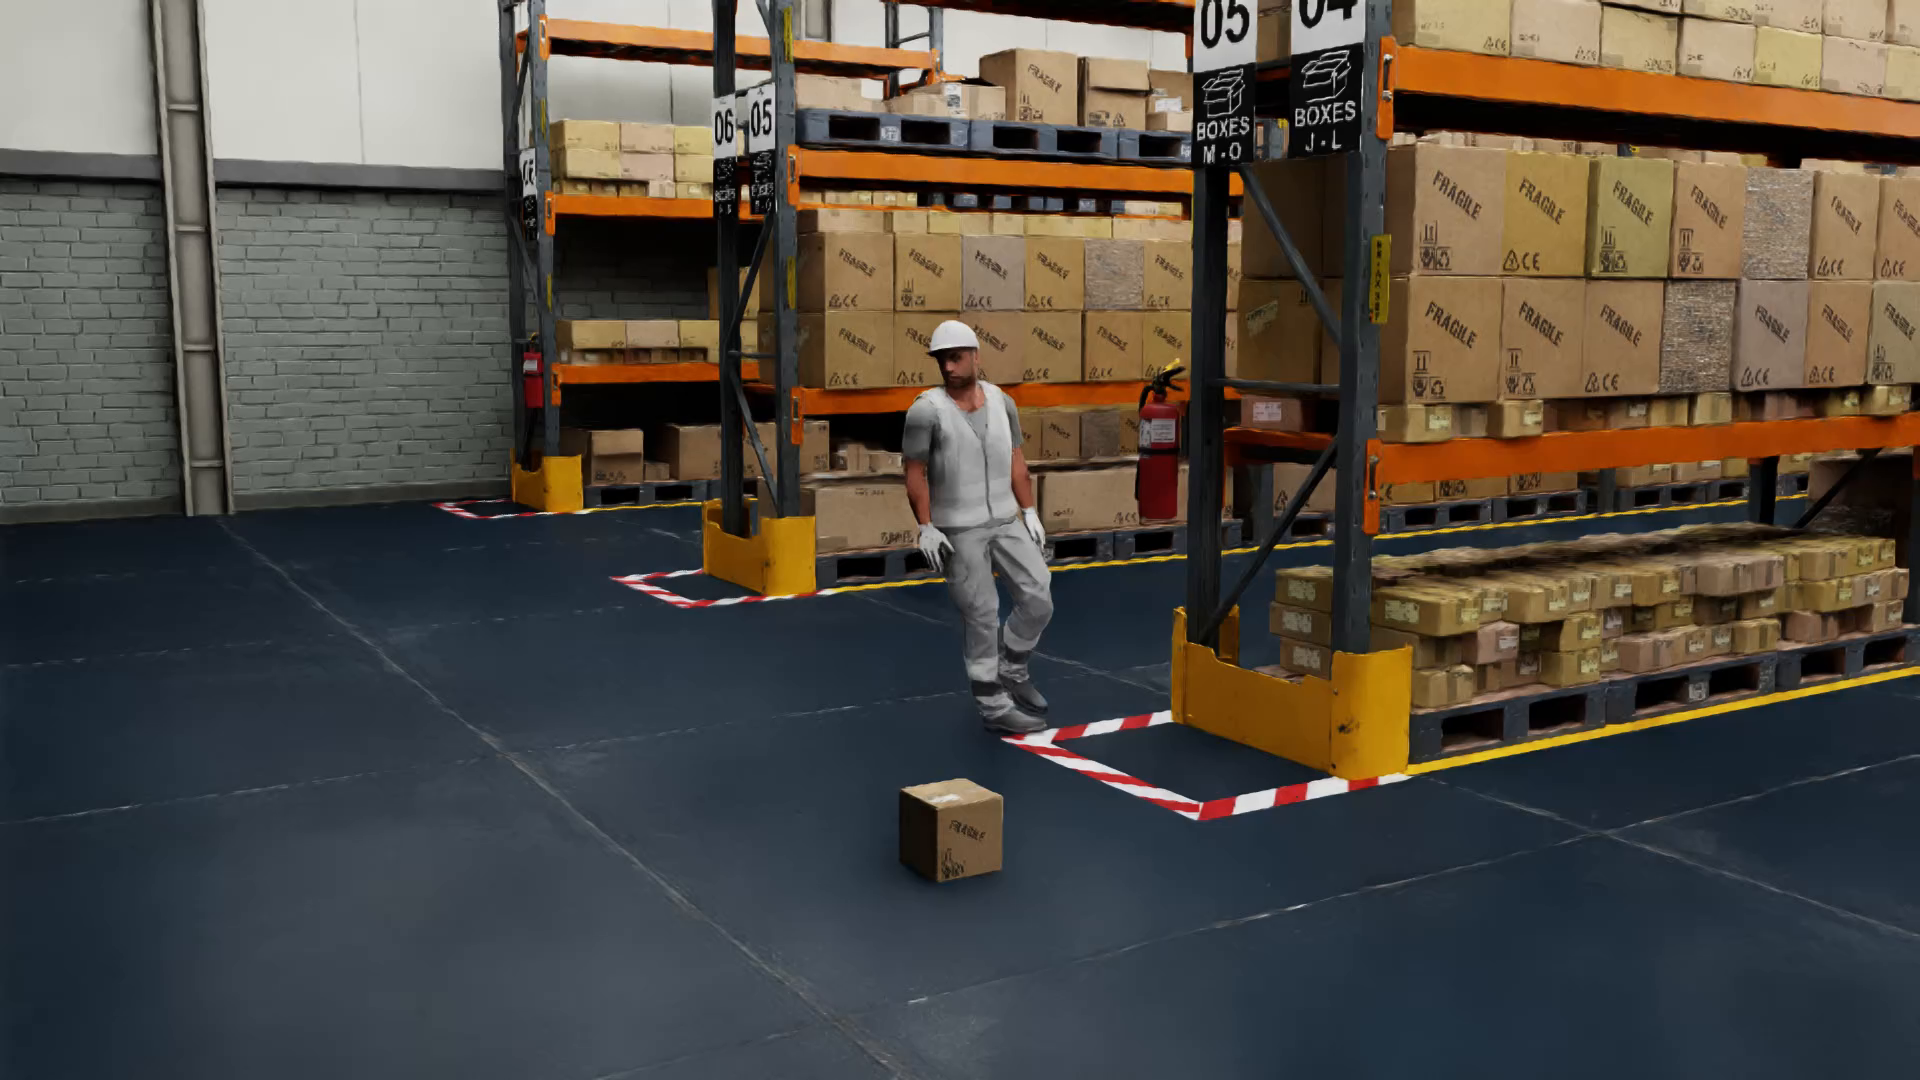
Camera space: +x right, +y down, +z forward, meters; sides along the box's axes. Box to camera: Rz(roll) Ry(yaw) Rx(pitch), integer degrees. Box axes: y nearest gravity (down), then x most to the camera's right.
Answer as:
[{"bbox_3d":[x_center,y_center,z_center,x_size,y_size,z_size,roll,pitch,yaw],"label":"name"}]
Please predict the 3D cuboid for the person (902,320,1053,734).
[{"bbox_3d":[0.119,-0.044,7.106,0.687,1.776,0.436,-5,10,-33],"label":"person"}]
